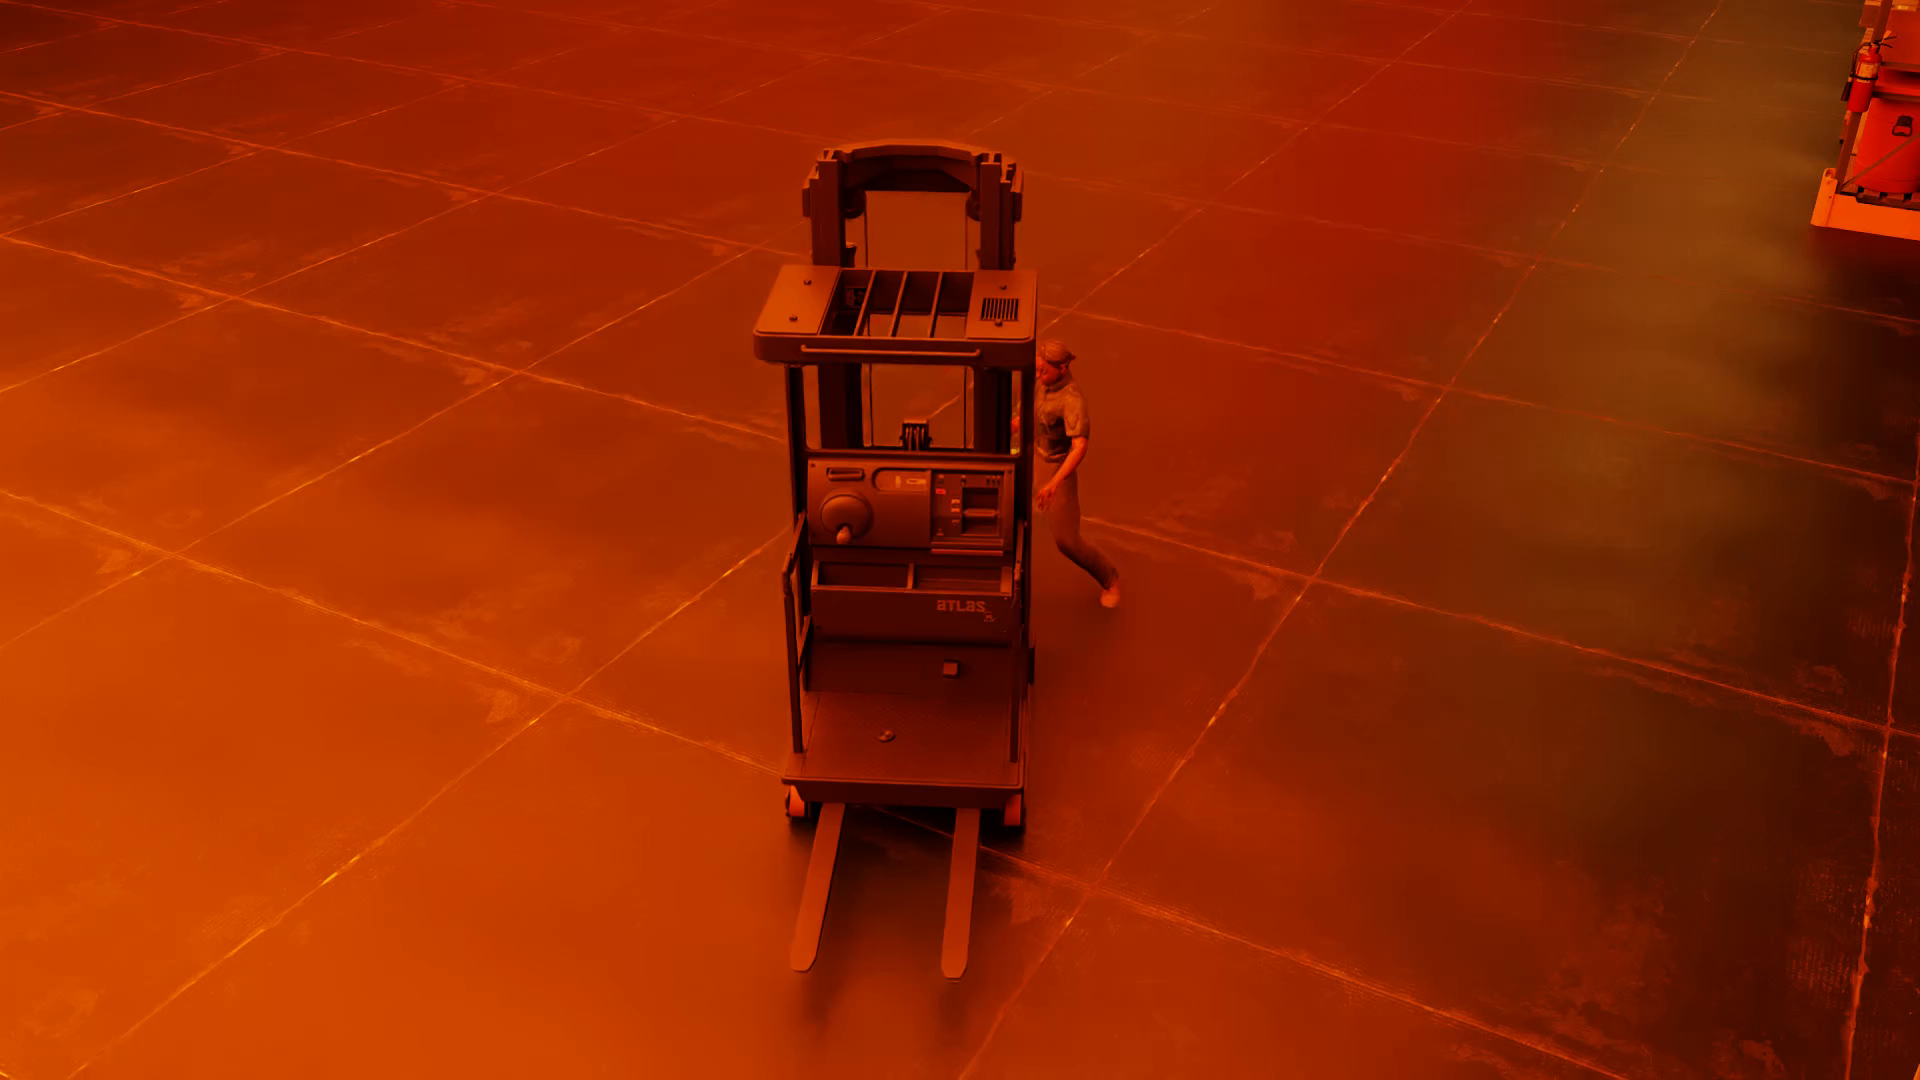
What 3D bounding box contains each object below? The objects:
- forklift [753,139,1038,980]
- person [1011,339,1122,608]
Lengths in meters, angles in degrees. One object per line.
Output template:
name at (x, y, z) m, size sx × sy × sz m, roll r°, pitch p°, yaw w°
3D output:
forklift at (-0.232, -0.112, 7.265) m, size 1.130 × 2.935 × 3.031 m, roll 2°, pitch 30°, yaw 3°
person at (0.474, -0.393, 9.229) m, size 0.778 × 1.530 × 0.906 m, roll -13°, pitch 32°, yaw -21°
